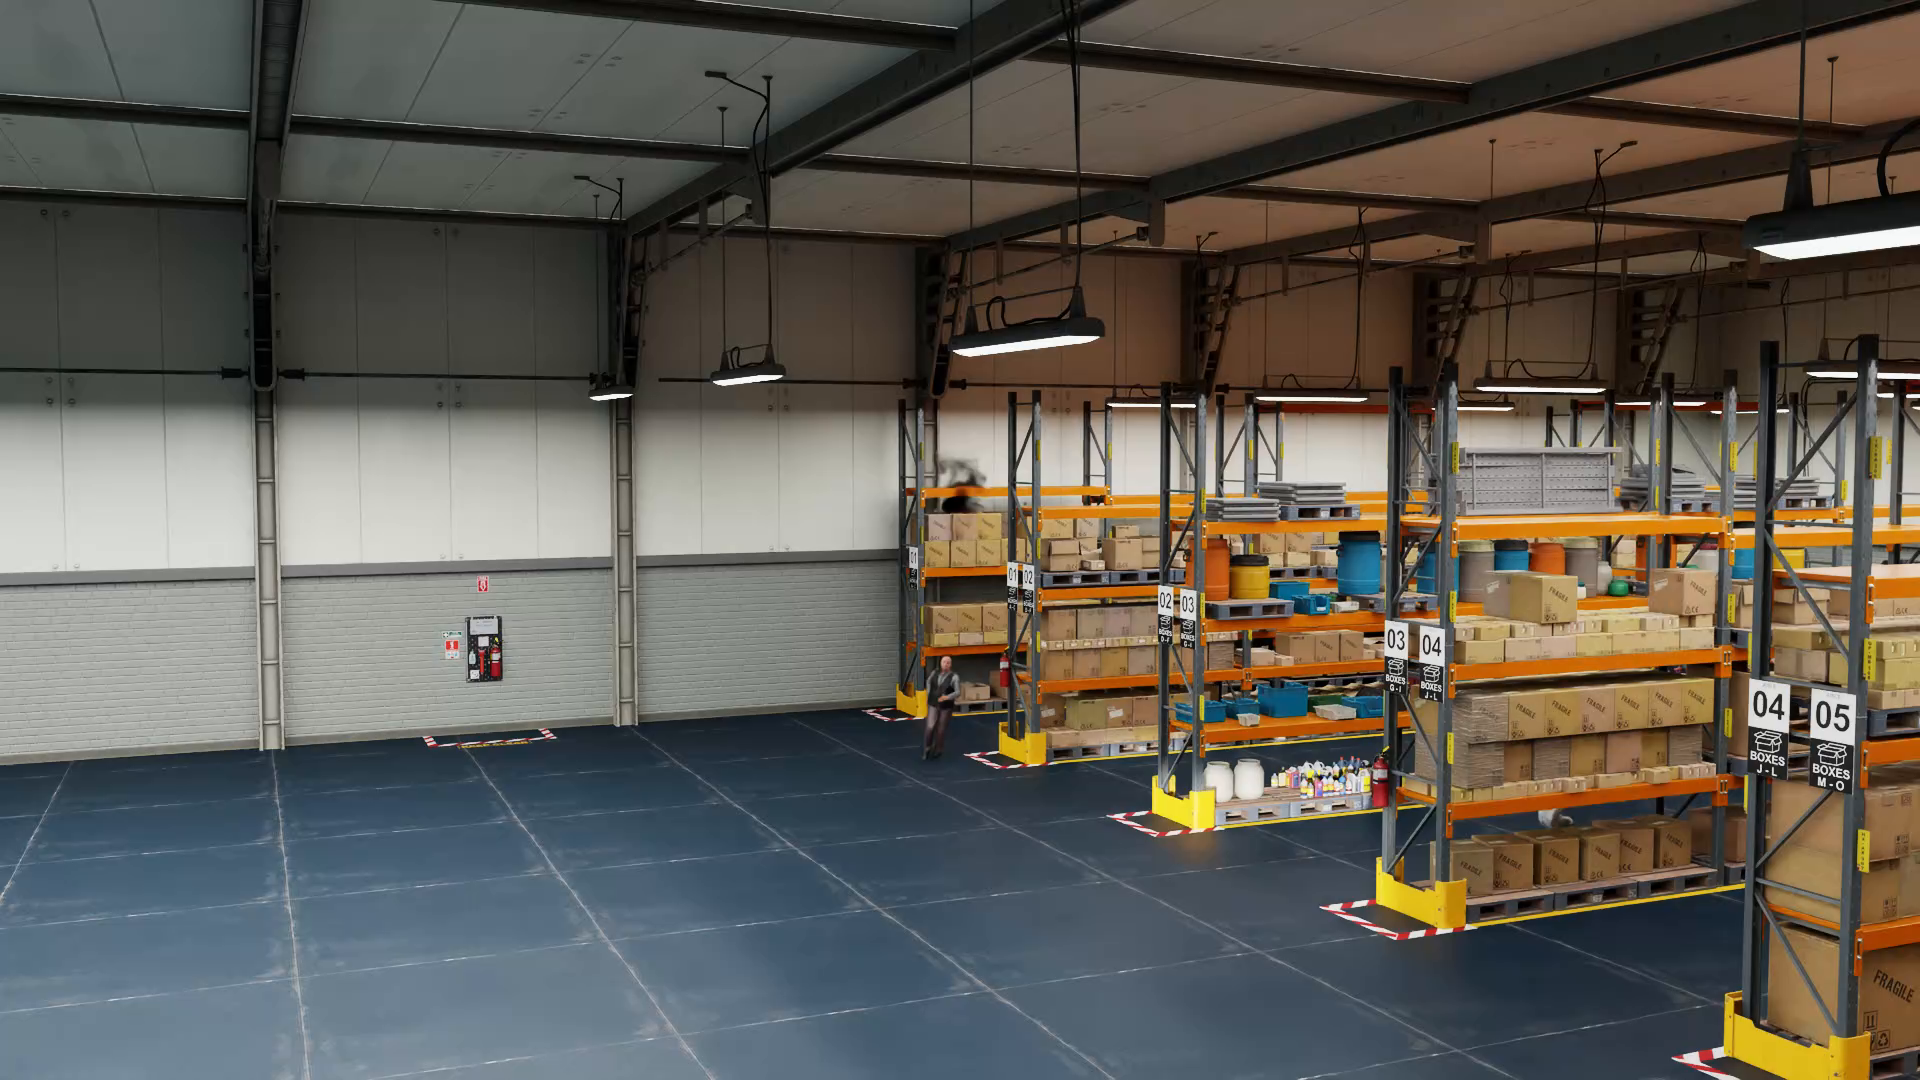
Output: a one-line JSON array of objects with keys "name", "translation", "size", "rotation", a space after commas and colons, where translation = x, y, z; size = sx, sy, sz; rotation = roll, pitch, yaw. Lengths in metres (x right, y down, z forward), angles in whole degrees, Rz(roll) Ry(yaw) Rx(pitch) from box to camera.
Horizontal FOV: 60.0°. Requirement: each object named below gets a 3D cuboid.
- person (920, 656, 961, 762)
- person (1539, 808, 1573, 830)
[{"name": "person", "translation": [-0.302, 2.740, 26.972], "size": [0.670, 1.720, 0.677], "rotation": [1, 3, 10]}, {"name": "person", "translation": [7.529, 3.139, 20.833], "size": [0.622, 1.621, 0.550], "rotation": [-2, 4, -30]}]
